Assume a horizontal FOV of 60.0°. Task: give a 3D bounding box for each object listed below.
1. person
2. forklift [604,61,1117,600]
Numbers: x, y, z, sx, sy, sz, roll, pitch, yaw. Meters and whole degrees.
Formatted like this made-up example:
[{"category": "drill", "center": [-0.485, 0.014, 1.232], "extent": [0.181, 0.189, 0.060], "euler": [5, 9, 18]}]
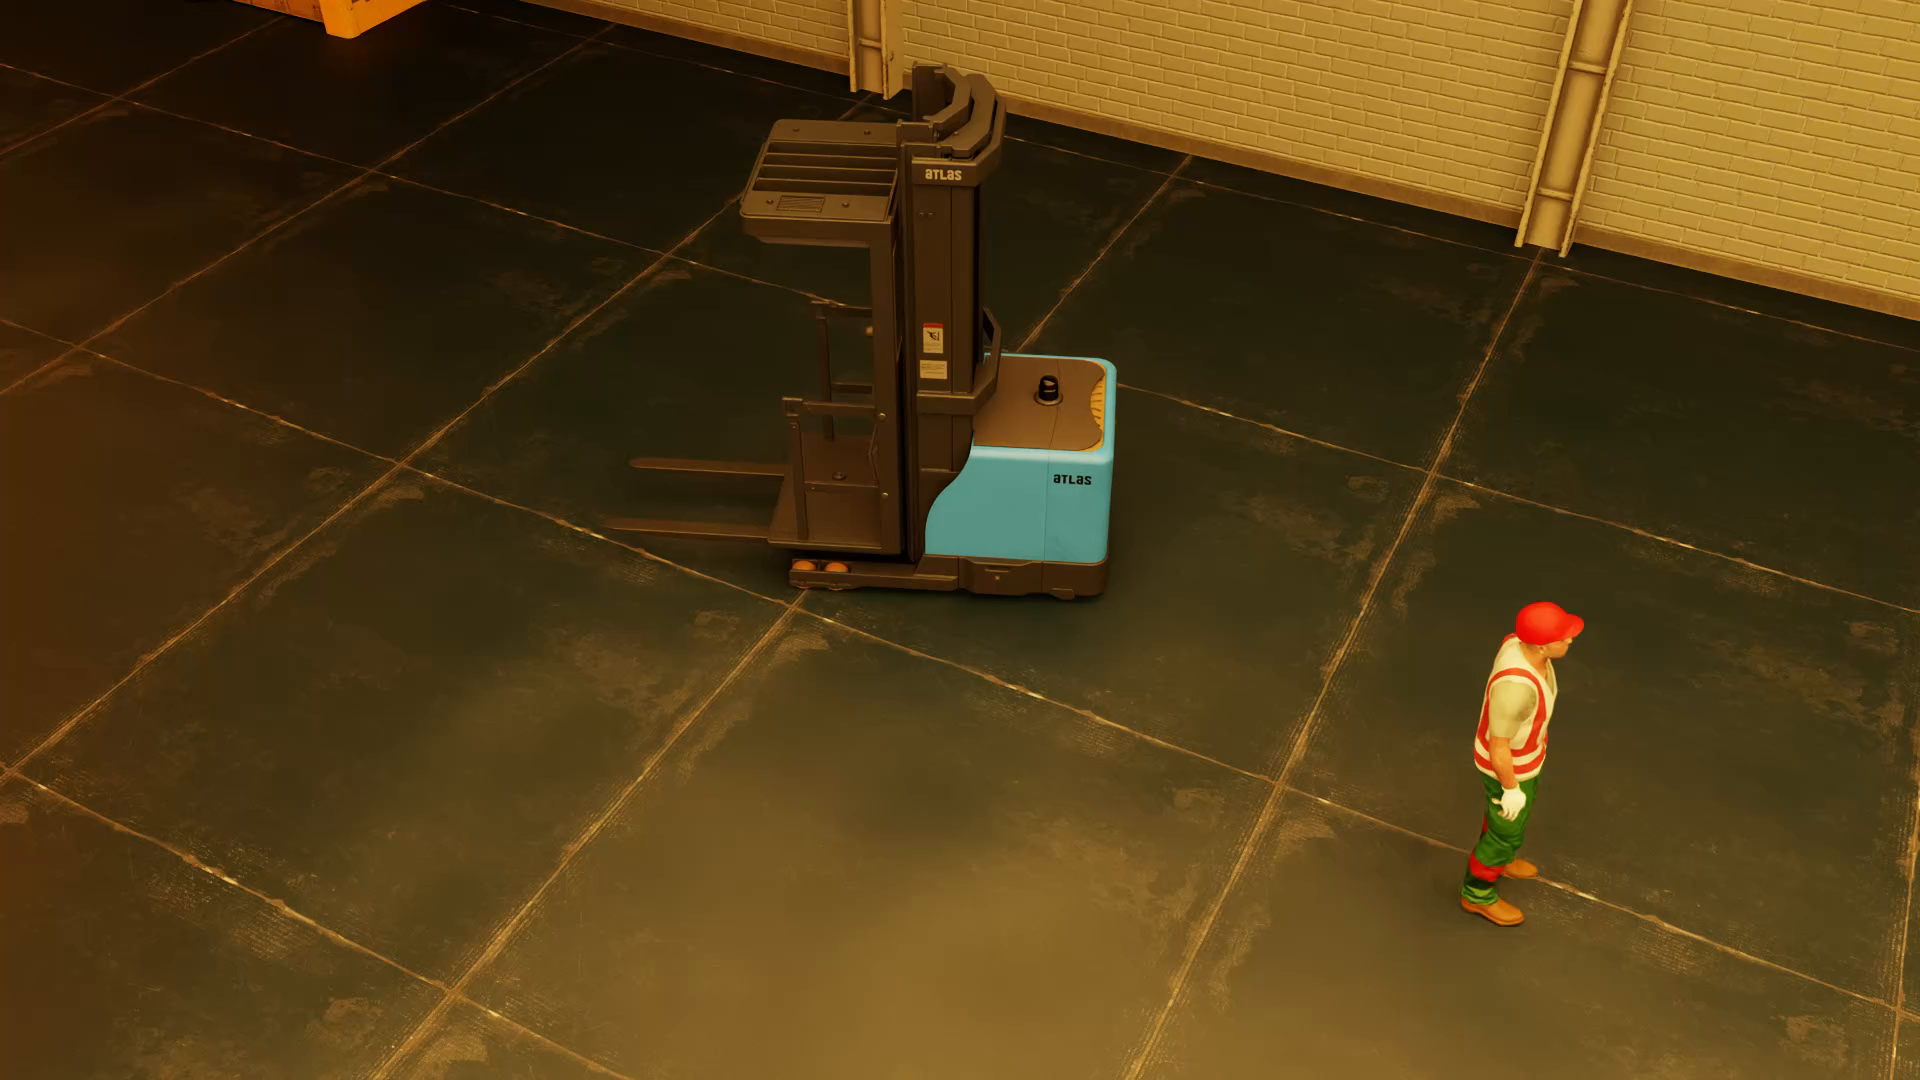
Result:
[{"category": "person", "center": [2.595, 1.018, 7.676], "extent": [0.483, 1.804, 0.633], "euler": [15, 42, 17]}, {"category": "forklift", "center": [-0.606, -1.157, 9.360], "extent": [3.031, 2.935, 1.130], "euler": [3, 40, 4]}]
